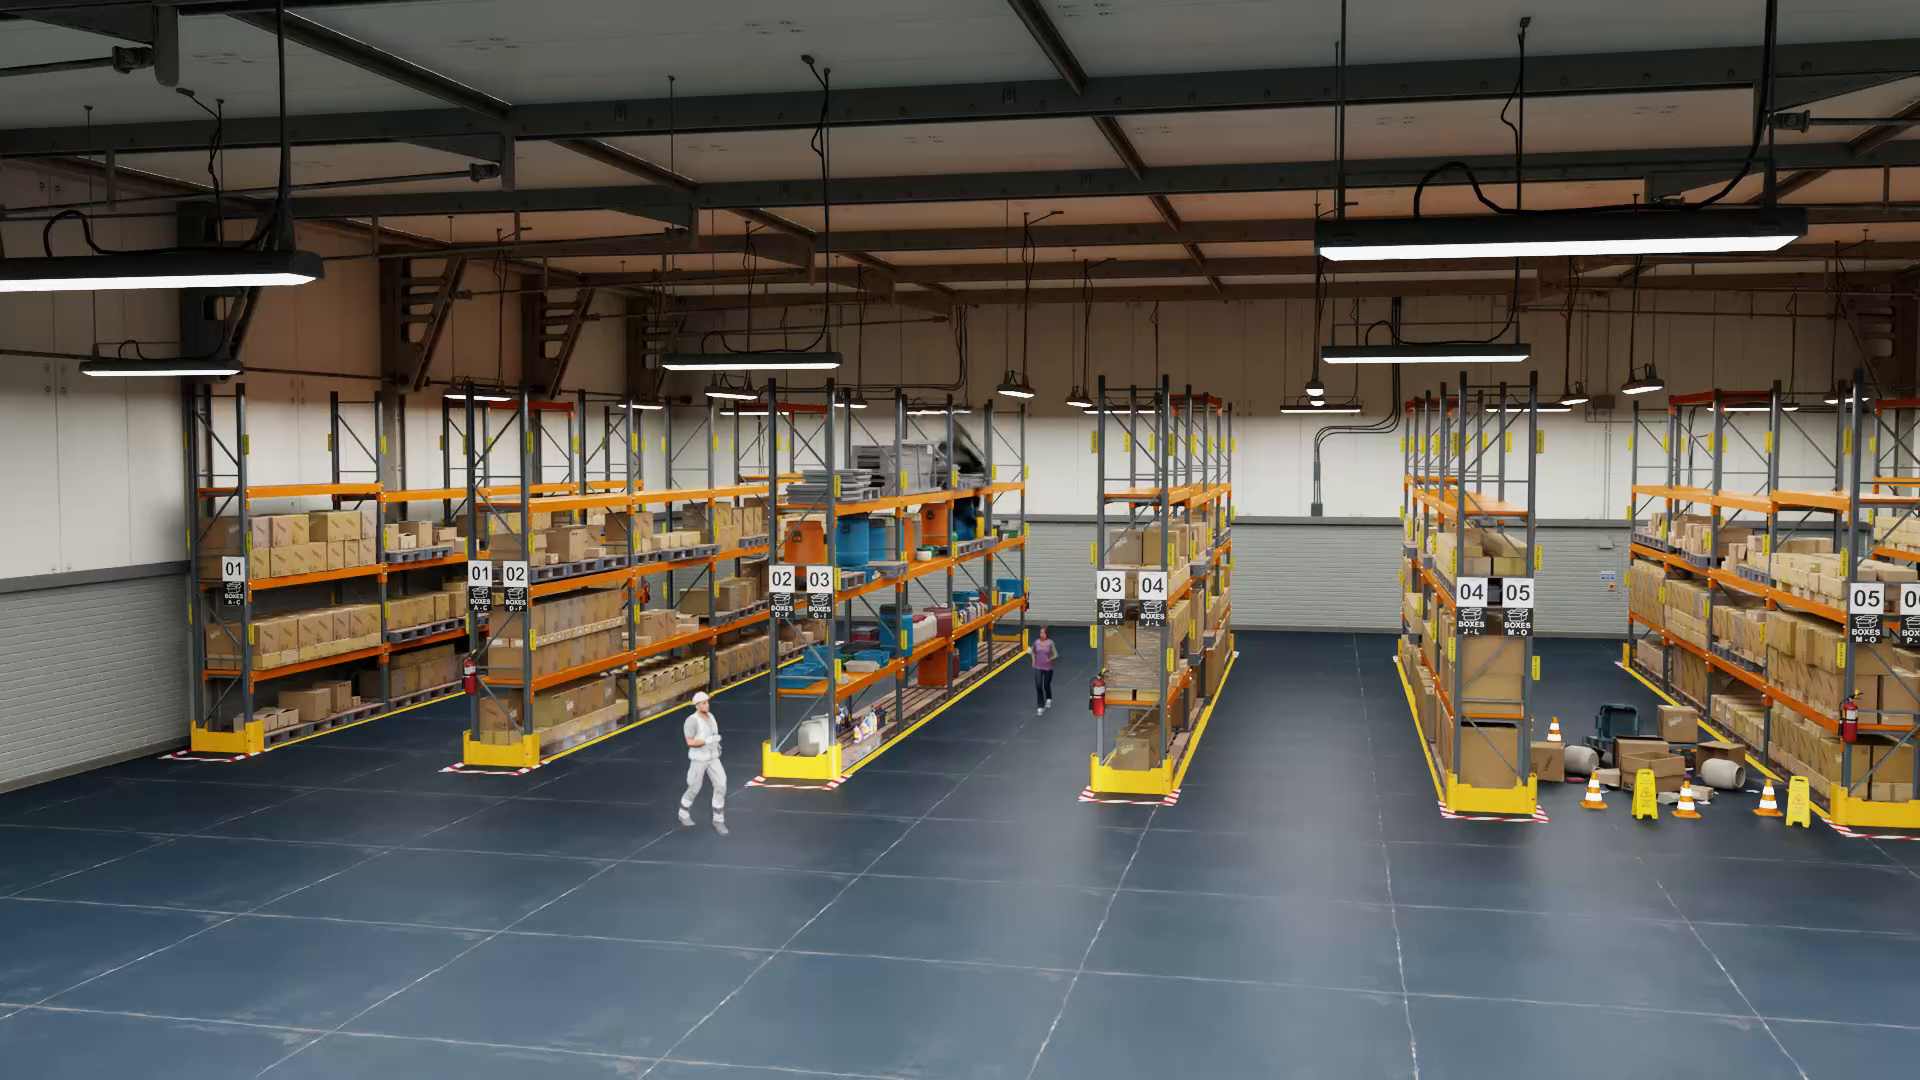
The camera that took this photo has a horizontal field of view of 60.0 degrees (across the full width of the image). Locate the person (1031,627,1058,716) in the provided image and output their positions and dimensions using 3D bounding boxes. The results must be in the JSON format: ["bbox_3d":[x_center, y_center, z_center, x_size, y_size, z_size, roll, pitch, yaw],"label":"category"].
[{"bbox_3d":[1.564,2.423,31.048,0.541,1.605,0.805,1,3,12],"label":"person"}]

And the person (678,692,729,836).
[{"bbox_3d":[-3.313,2.874,21.456,0.799,1.845,0.648,3,4,41],"label":"person"}]
